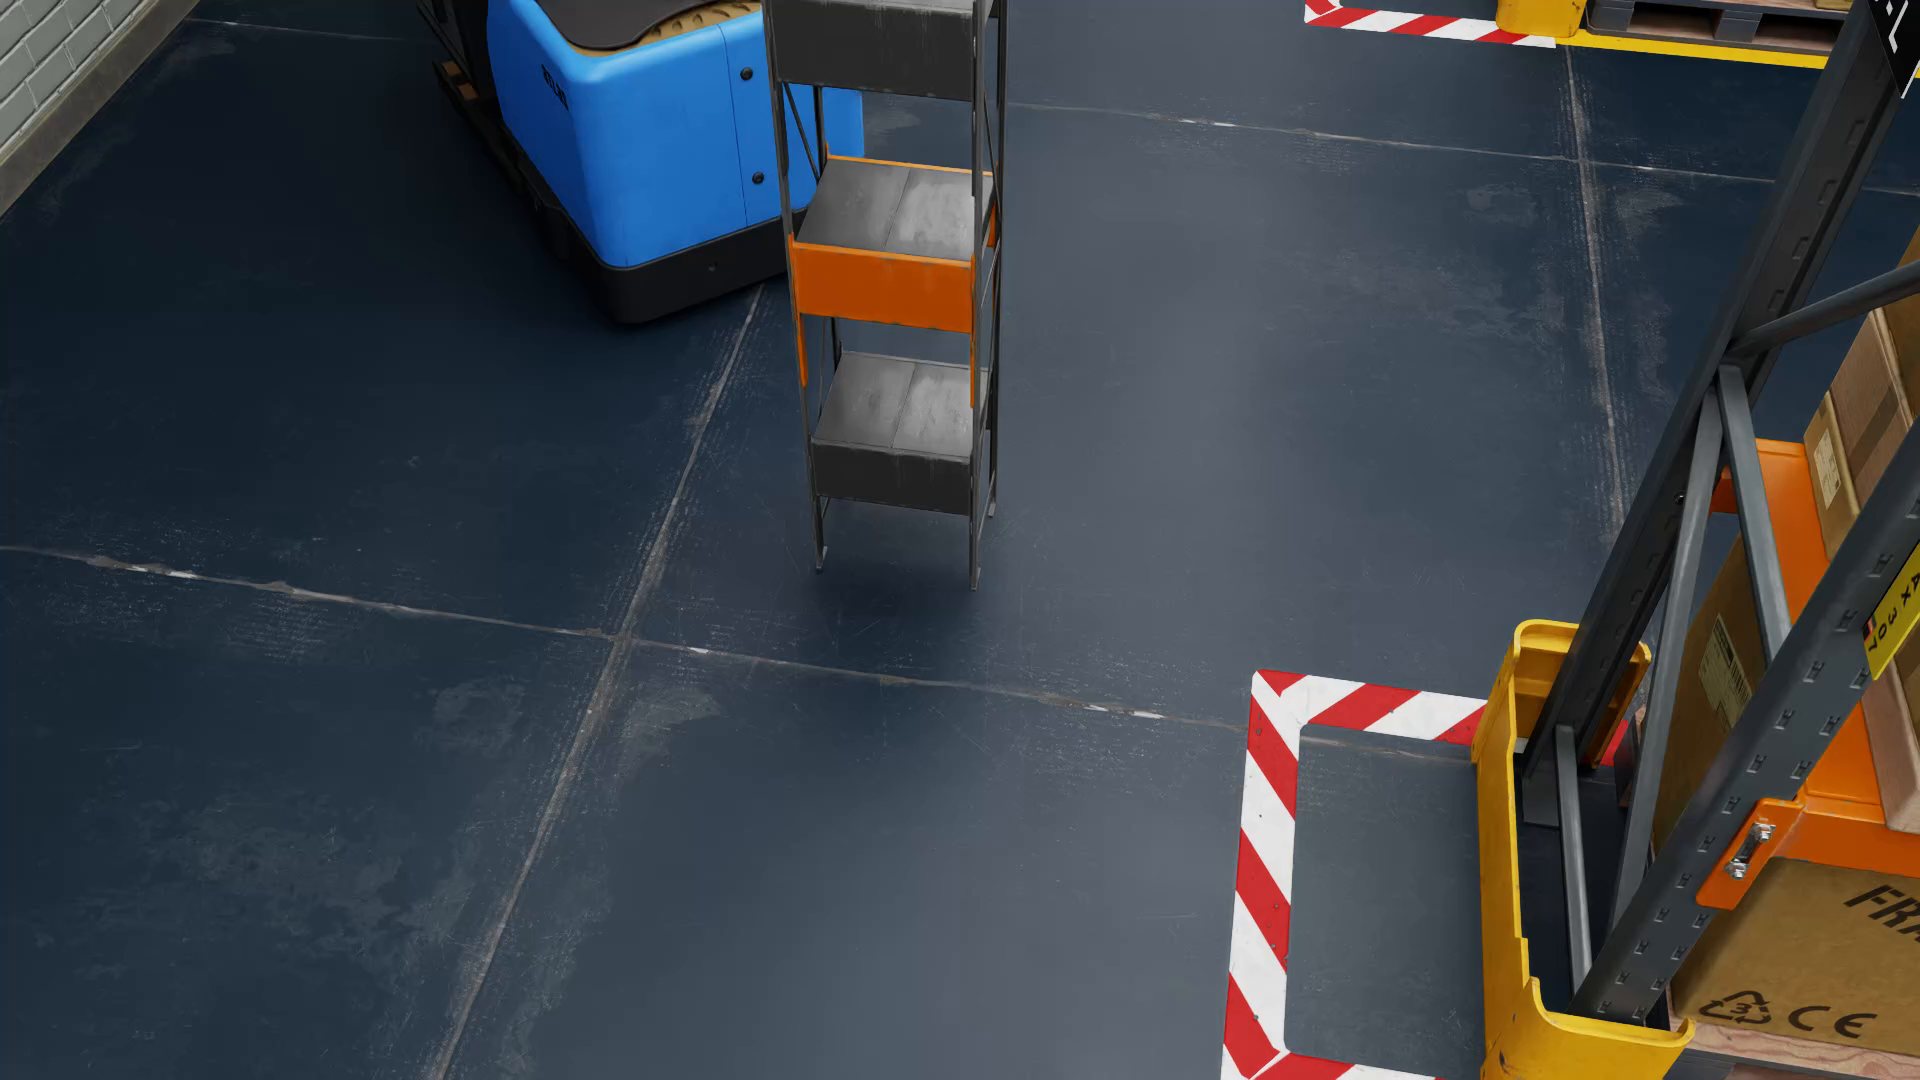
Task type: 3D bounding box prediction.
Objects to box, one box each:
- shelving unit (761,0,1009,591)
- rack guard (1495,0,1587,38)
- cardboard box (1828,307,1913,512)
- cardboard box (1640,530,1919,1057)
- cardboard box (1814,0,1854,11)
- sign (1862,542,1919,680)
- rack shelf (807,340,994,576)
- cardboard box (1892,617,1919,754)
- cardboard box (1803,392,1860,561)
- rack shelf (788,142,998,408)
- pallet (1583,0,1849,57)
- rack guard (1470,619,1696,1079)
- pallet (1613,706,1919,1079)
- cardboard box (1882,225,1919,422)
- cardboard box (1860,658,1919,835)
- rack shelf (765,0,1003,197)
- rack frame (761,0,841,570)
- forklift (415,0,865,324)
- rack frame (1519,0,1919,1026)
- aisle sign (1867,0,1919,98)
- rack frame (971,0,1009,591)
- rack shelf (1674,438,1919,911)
[{"bbox_3d":[-0.163,-0.724,4.489,0.503,2.100,0.431,8,49,7],"label":"shelving unit"},{"bbox_3d":[2.609,-2.784,7.416,0.348,0.500,1.175,8,49,7],"label":"rack guard"},{"bbox_3d":[2.077,-0.192,3.307,0.500,0.250,0.500,7,48,6],"label":"cardboard box"},{"bbox_3d":[2.197,0.583,3.855,0.875,0.875,0.875,8,49,7],"label":"cardboard box"},{"bbox_3d":[3.743,-2.397,7.022,0.250,0.149,0.380,8,49,7],"label":"cardboard box"},{"bbox_3d":[1.448,0.077,2.529,0.005,0.325,0.100,8,49,7],"label":"sign"},{"bbox_3d":[-0.163,-0.247,5.019,0.480,0.518,0.431,8,49,7],"label":"rack shelf"},{"bbox_3d":[1.977,0.199,2.955,0.500,0.250,0.500,7,48,6],"label":"cardboard box"},{"bbox_3d":[1.962,-0.123,3.512,0.250,0.149,0.380,9,49,8],"label":"cardboard box"},{"bbox_3d":[-0.163,-0.715,4.499,0.480,0.518,0.431,8,49,7],"label":"rack shelf"},{"bbox_3d":[3.402,-2.554,7.403,1.213,0.211,1.003,8,49,7],"label":"pallet"},{"bbox_3d":[1.529,0.820,4.177,0.348,0.500,1.175,8,49,7],"label":"rack guard"},{"bbox_3d":[2.353,0.968,4.238,1.213,0.211,1.003,8,49,7],"label":"pallet"},{"bbox_3d":[2.079,-0.441,3.026,0.500,0.500,0.500,8,49,7],"label":"cardboard box"},{"bbox_3d":[1.843,0.360,3.079,0.250,0.149,0.380,8,49,7],"label":"cardboard box"},{"bbox_3d":[-0.163,-1.182,3.978,0.480,0.518,0.431,8,49,7],"label":"rack shelf"},{"bbox_3d":[-0.403,-0.756,4.518,0.015,2.100,0.400,8,49,7],"label":"rack frame"},{"bbox_3d":[-1.504,-2.829,5.821,1.130,2.935,3.031,-24,52,-20],"label":"forklift"},{"bbox_3d":[1.553,-0.013,3.245,0.127,3.000,1.000,8,49,7],"label":"rack frame"},{"bbox_3d":[1.535,-1.111,2.484,0.004,0.787,0.394,8,49,7],"label":"aisle sign"},{"bbox_3d":[0.077,-0.691,4.460,0.015,2.100,0.400,8,49,7],"label":"rack frame"},{"bbox_3d":[3.521,0.492,3.275,4.000,0.370,1.077,8,49,7],"label":"rack shelf"}]
